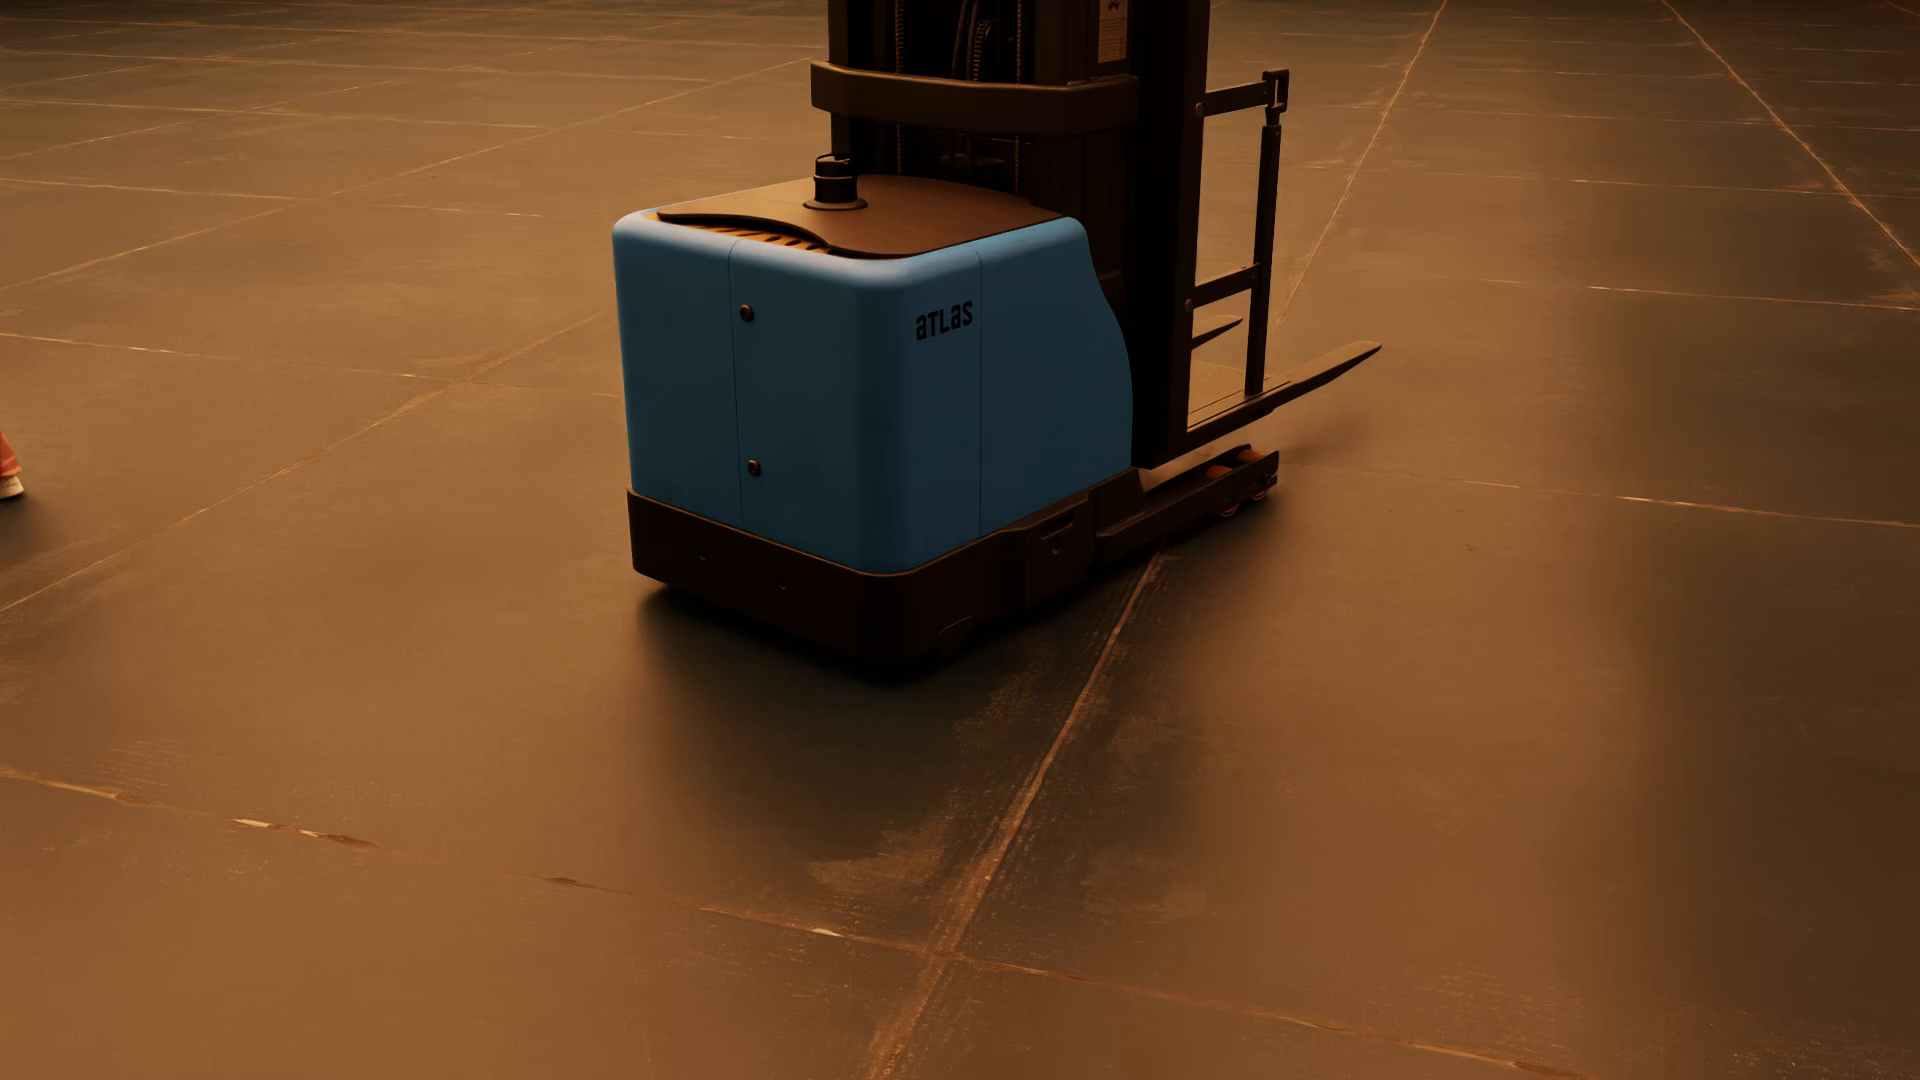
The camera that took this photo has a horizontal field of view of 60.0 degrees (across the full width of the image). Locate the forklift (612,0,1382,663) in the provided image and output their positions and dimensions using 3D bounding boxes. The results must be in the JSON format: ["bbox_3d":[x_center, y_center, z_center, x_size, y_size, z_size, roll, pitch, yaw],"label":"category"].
[{"bbox_3d":[0.389,-1.534,4.996,1.130,2.935,3.031,18,28,36],"label":"forklift"}]

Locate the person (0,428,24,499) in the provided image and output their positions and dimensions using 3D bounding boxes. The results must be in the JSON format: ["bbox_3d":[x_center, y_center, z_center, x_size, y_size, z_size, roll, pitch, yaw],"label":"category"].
[{"bbox_3d":[-3.298,-0.871,5.069,0.412,1.684,0.525,2,23,6],"label":"person"}]
